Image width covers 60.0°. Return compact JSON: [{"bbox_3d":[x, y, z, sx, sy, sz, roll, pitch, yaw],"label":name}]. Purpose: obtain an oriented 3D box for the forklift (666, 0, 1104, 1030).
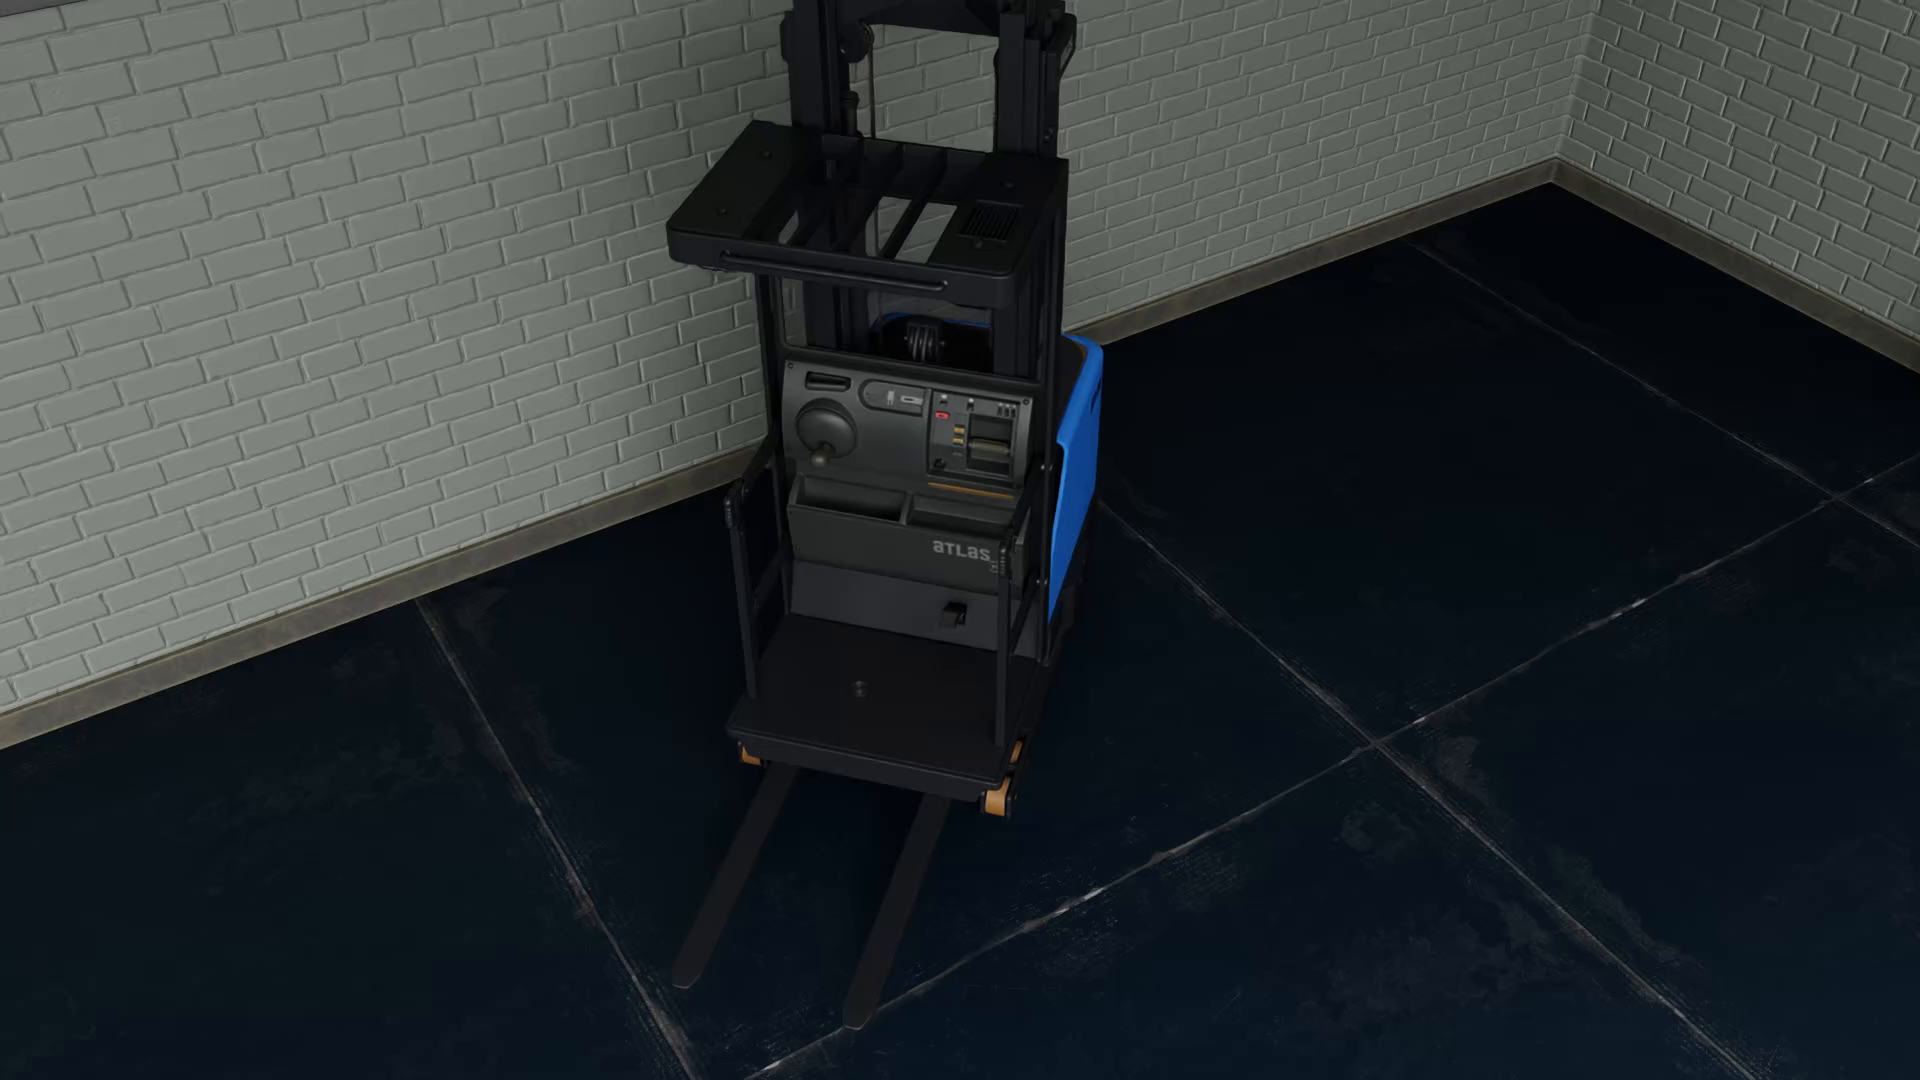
[{"bbox_3d":[-0.252,-0.335,5.862,1.130,2.935,3.031,10,41,12],"label":"forklift"}]
